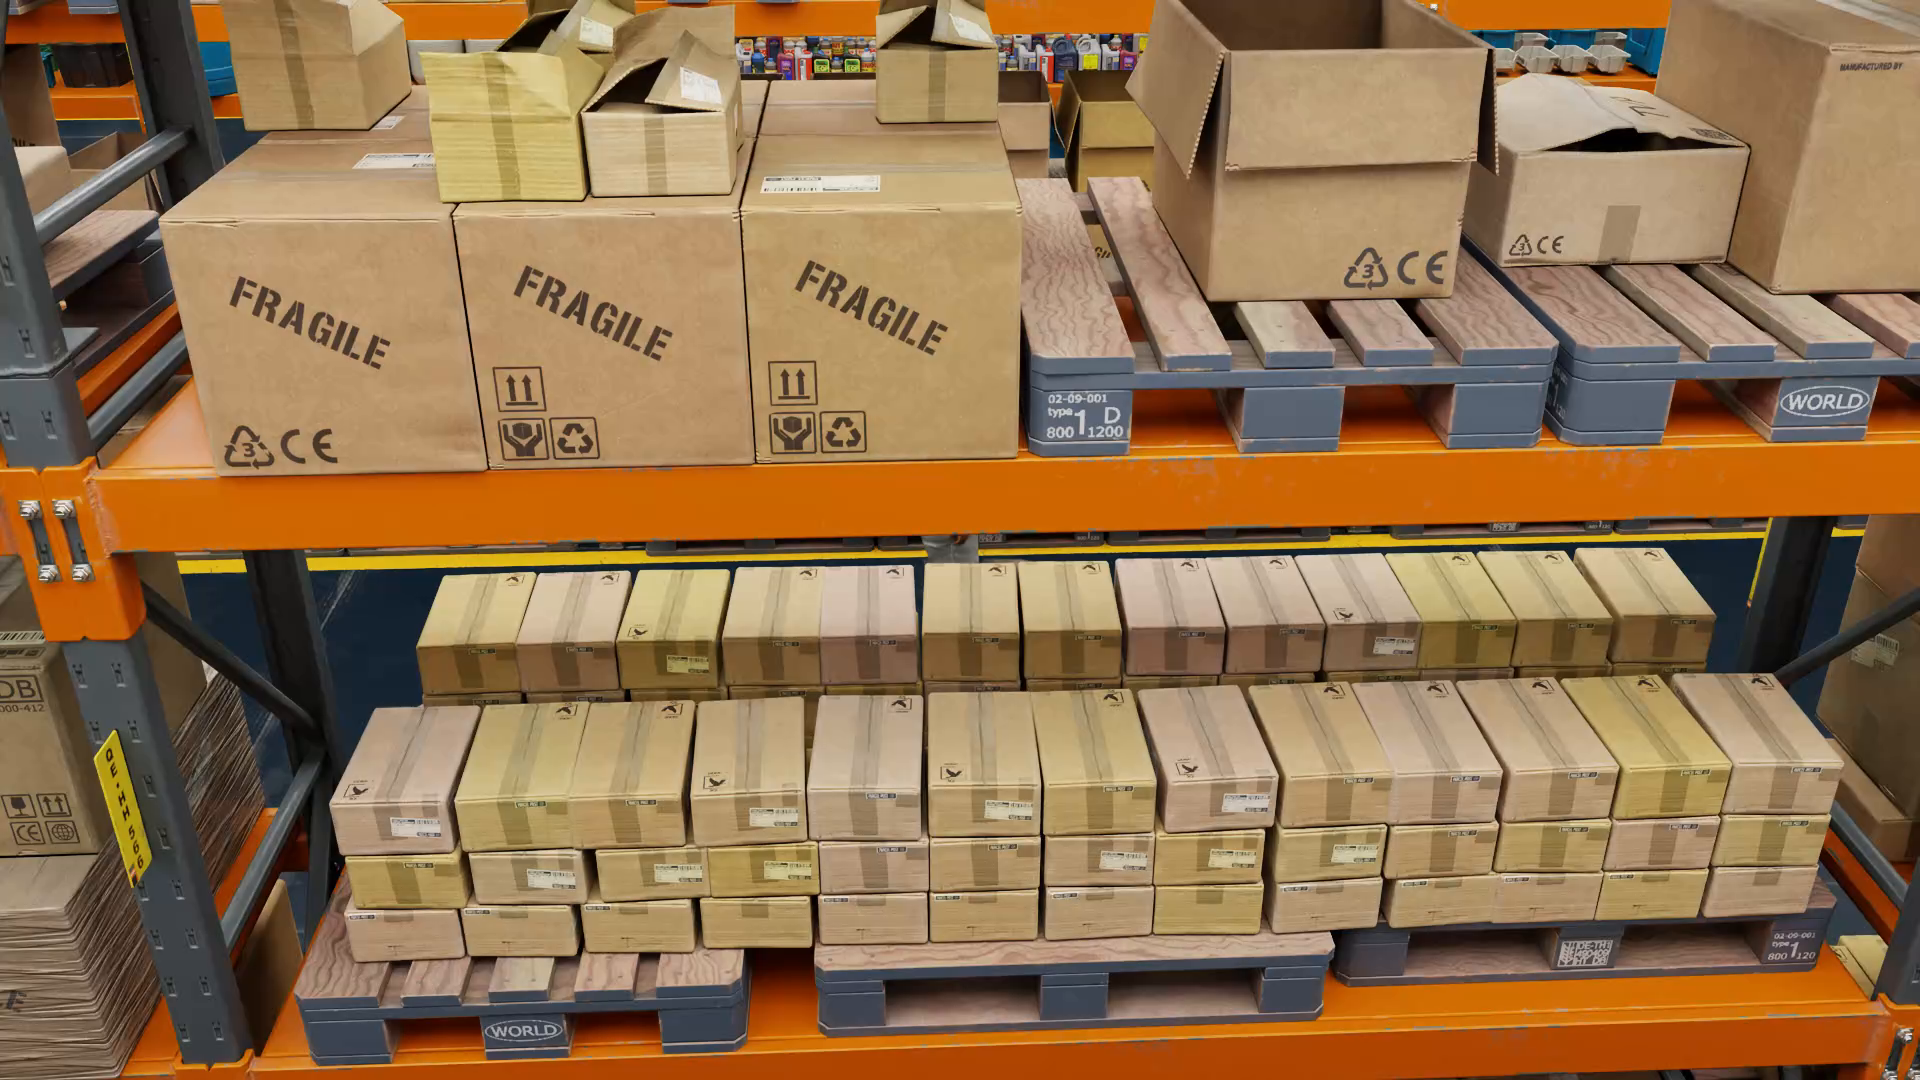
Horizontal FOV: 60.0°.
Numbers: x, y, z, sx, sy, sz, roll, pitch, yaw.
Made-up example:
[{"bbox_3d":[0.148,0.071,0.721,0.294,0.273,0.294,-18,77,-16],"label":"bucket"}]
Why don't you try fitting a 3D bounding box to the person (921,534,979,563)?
[{"bbox_3d":[-0.029,-0.186,7.469,0.469,1.664,0.552,-3,28,-5],"label":"person"}]
